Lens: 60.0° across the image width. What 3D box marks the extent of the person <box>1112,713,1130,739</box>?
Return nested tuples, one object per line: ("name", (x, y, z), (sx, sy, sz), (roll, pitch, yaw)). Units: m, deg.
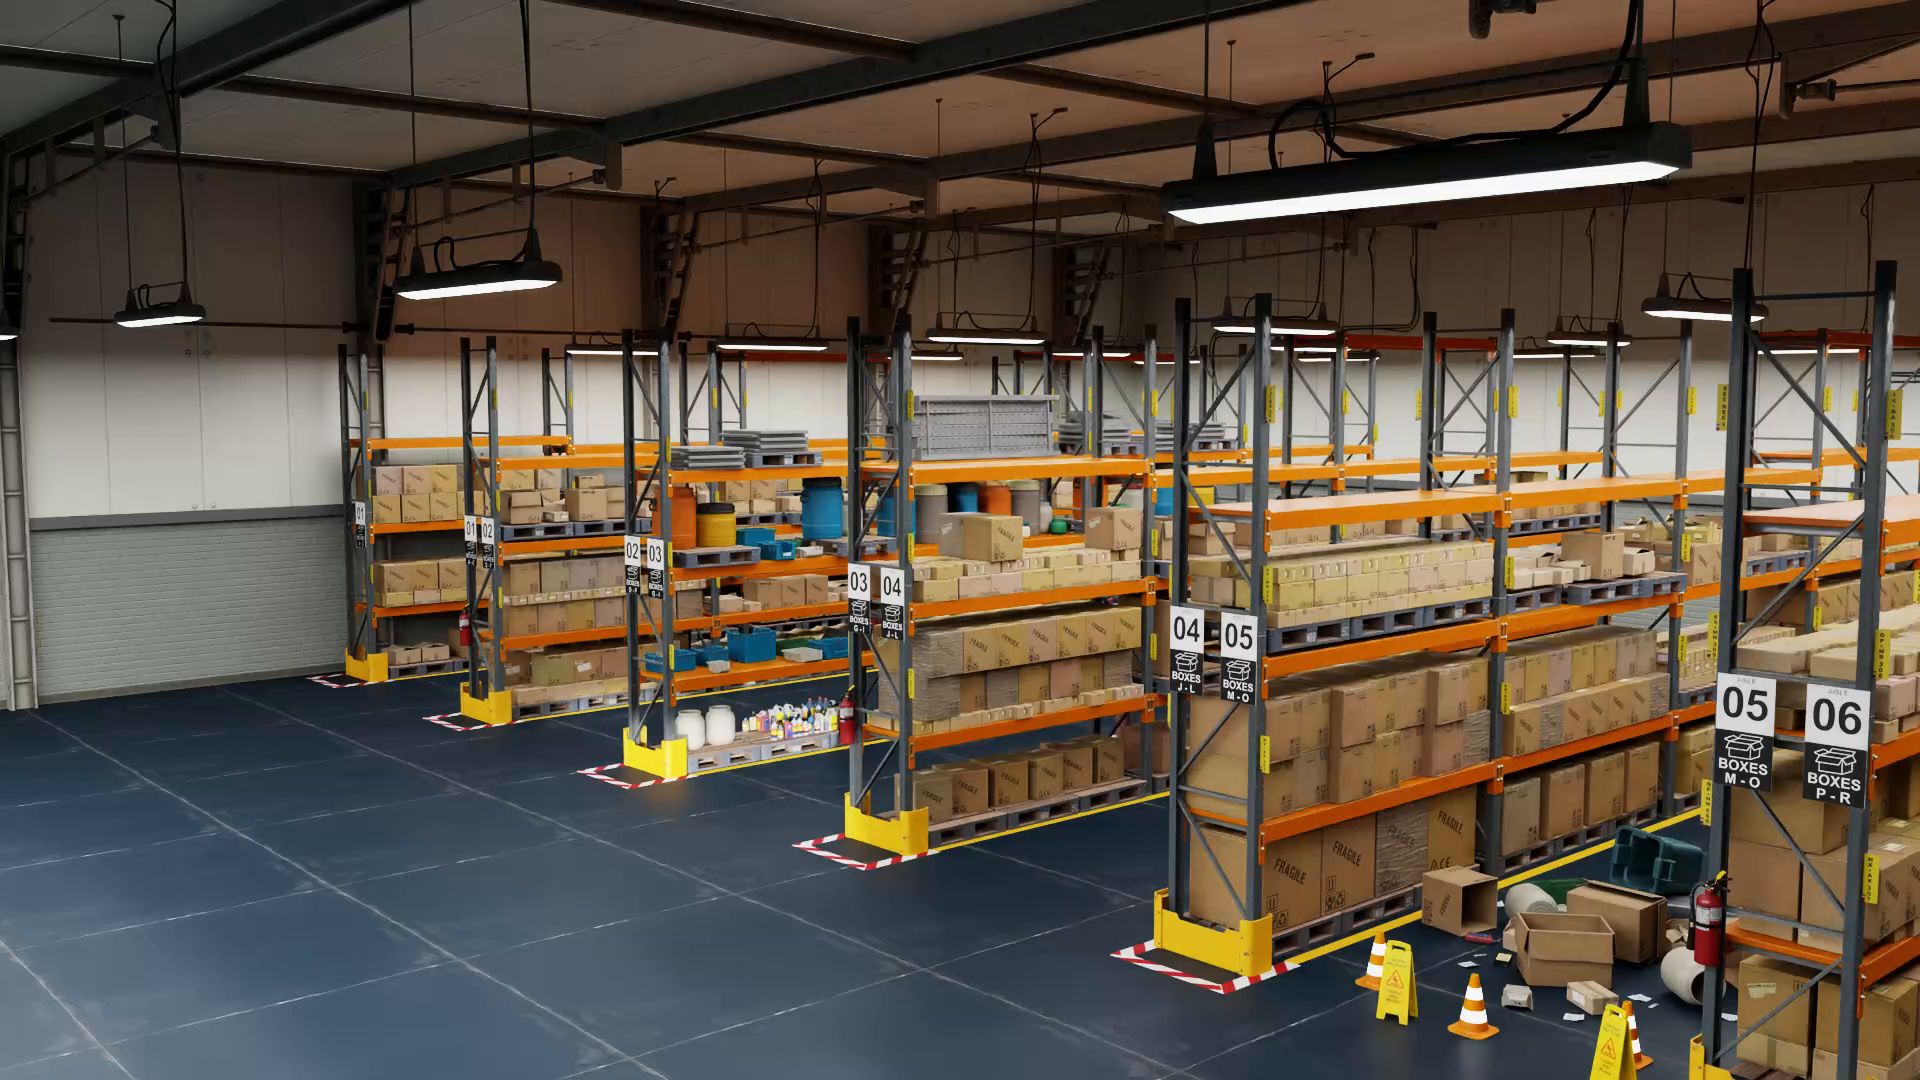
("person", (2.385, 2.154, 24.490), (0.399, 1.680, 0.499), (1, 5, 11))
